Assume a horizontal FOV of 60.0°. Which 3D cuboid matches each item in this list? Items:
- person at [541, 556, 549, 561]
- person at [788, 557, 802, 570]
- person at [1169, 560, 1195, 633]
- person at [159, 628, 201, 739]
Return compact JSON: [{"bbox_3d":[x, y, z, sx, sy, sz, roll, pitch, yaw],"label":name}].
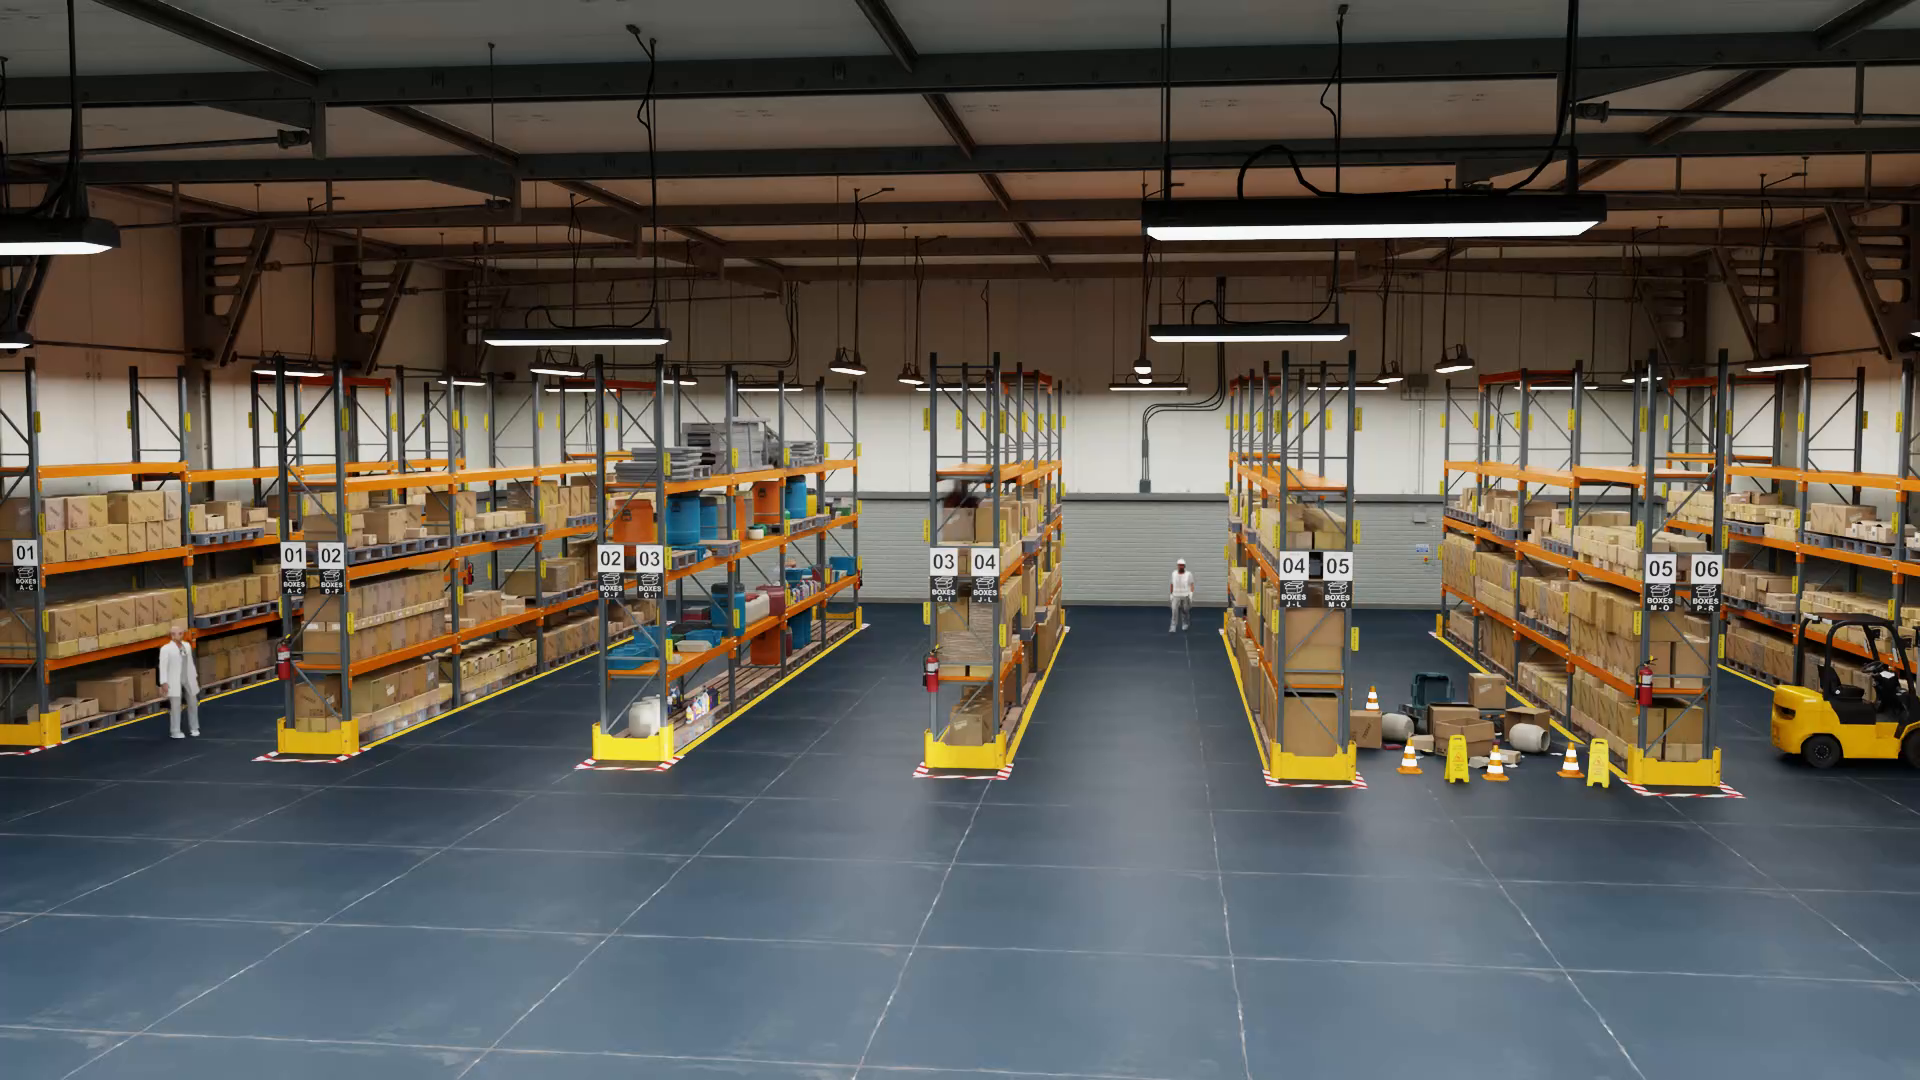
[{"bbox_3d":[-10.012,1.271,40.322,0.434,1.770,0.570,2,4,25],"label":"person"},{"bbox_3d":[-4.098,1.277,41.611,0.477,1.659,0.542,3,5,38],"label":"person"},{"bbox_3d":[5.252,1.325,39.400,0.612,1.711,1.093,1,4,16],"label":"person"},{"bbox_3d":[-12.372,2.278,26.356,0.505,1.791,0.665,4,6,45],"label":"person"}]
